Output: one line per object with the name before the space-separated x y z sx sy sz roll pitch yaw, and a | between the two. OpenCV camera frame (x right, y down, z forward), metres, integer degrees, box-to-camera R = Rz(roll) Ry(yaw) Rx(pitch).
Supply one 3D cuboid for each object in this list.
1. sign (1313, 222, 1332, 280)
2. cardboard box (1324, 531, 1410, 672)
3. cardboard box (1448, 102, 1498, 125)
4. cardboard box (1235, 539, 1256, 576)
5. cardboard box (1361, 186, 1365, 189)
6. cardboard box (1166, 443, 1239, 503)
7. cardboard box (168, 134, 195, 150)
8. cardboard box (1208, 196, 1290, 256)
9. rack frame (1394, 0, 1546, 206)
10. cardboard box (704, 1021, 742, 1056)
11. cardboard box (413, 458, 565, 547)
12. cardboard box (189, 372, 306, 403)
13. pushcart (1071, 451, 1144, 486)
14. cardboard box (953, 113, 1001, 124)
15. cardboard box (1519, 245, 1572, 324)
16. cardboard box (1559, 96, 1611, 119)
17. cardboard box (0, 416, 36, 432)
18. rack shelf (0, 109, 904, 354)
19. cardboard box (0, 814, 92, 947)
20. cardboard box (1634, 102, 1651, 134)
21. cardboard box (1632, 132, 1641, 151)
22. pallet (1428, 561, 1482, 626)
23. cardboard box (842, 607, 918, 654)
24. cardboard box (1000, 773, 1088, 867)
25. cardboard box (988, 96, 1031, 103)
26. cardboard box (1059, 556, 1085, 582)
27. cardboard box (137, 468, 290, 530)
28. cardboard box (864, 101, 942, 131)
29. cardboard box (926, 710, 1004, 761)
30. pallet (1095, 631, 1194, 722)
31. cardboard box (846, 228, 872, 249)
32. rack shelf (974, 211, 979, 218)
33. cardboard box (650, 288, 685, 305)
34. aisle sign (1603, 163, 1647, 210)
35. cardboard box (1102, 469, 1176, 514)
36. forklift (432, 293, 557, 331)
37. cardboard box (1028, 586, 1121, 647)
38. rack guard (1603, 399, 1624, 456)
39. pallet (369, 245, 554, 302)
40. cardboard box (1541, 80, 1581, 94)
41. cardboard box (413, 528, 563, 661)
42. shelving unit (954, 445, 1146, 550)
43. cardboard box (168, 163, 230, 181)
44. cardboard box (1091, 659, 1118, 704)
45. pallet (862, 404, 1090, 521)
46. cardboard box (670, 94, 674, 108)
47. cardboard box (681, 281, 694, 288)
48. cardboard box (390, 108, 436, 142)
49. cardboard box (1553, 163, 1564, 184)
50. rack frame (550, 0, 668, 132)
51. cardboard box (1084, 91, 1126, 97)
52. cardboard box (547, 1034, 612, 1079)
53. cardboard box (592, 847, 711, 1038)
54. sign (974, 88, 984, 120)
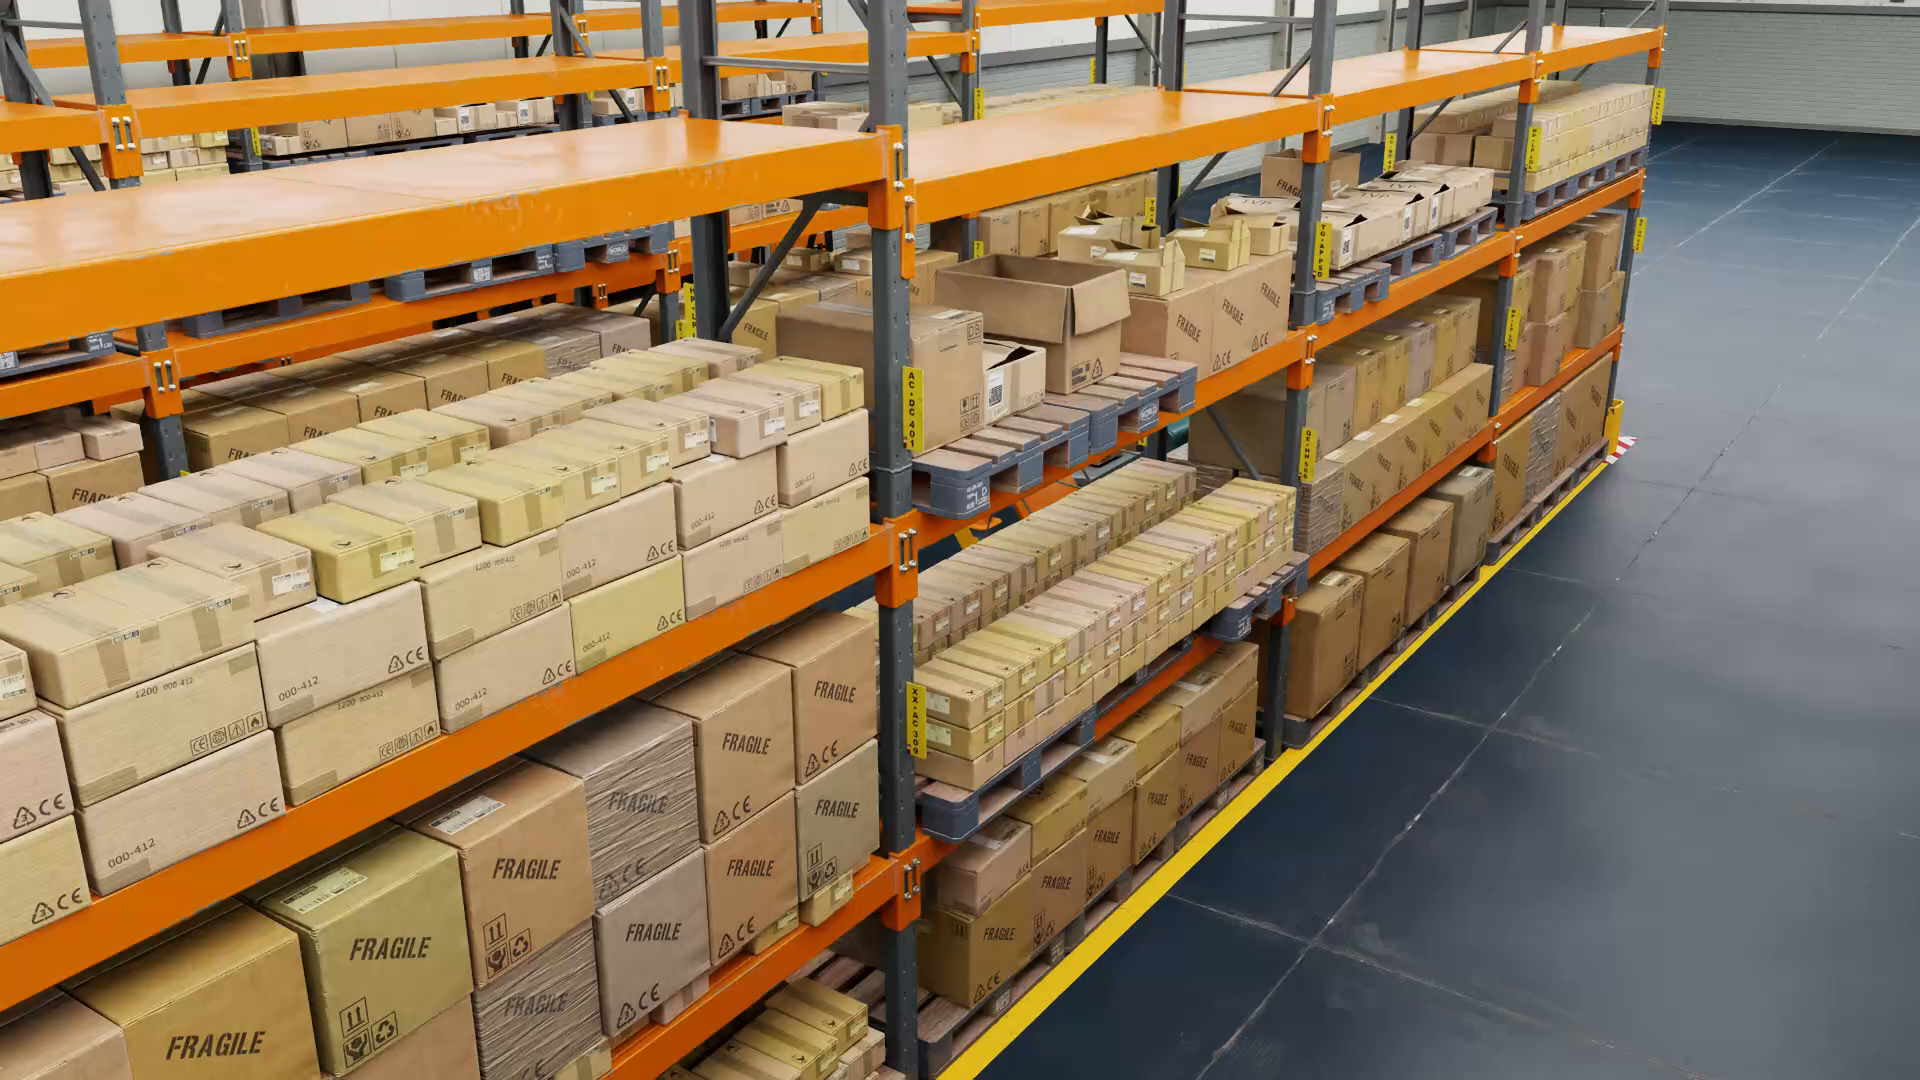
sign | 2.061 -1.646 9.469 0.100 0.325 0.005 13 24 32
cardboard box | 2.519 0.347 11.789 1.050 0.750 0.750 14 24 33
cardboard box | 4.229 -3.541 13.800 0.380 0.149 0.250 14 24 33
cardboard box | 1.418 0.062 9.250 0.380 0.149 0.250 14 24 33
cardboard box | 2.635 -2.343 11.543 0.396 0.266 0.258 13 24 32
cardboard box | 1.645 -0.331 10.841 0.500 0.500 0.500 13 24 32
cardboard box | -6.828 -3.458 14.327 0.380 0.149 0.250 12 24 30
cardboard box | 1.601 -1.749 9.246 0.396 0.266 0.258 13 24 32
rack frame | 3.862 -4.064 12.429 1.000 3.000 0.127 13 24 32
cardboard box | -1.172 2.177 7.278 0.380 0.149 0.250 13 24 32
cardboard box | -1.416 -0.117 5.003 0.380 0.149 0.250 13 24 31
cardboard box | -4.458 -0.735 10.489 0.500 0.500 0.500 14 24 33
pushcart | 1.625 -0.527 15.293 1.648 0.377 0.936 5 21 13
cardboard box | 0.158 -3.877 15.458 0.380 0.149 0.250 13 24 31
cardboard box | 4.728 -2.235 14.359 0.875 0.550 0.550 13 24 32
cardboard box | 5.345 -3.705 14.244 0.380 0.149 0.250 13 24 32
cardboard box | -5.309 -0.595 9.177 0.380 0.149 0.250 14 24 33
rack shelf | -1.759 -0.856 4.798 1.077 0.370 4.000 13 24 32
cardboard box | -2.420 0.777 3.881 0.500 0.250 0.500 14 25 34
cardboard box | 6.067 -3.923 15.409 0.500 0.250 0.500 14 24 33
cardboard box | 6.062 -3.698 15.374 0.380 0.149 0.250 14 24 32
pallet | 3.491 0.293 13.315 1.003 0.211 1.213 13 24 32
cardboard box | -0.421 0.456 7.755 0.380 0.149 0.250 12 24 30
cardboard box | 0.296 1.355 8.343 0.500 0.250 0.500 14 25 33
cardboard box | 0.502 -4.447 17.000 0.380 0.149 0.250 14 24 33
cardboard box | 0.453 0.148 9.017 0.380 0.149 0.250 13 24 31
cardboard box | -2.194 -0.080 4.901 0.380 0.149 0.250 14 24 33
cardboard box | -0.509 -3.764 14.830 0.500 0.250 0.500 14 24 33
cardboard box | -0.033 0.803 7.247 0.380 0.149 0.250 14 24 33
pallet | 0.535 0.563 8.843 1.003 0.211 1.213 13 24 32
cardboard box | -0.846 -2.809 15.568 0.380 0.149 0.250 13 24 32
rack shelf | 0.836 -3.830 17.157 1.077 0.370 4.000 13 24 32
cardboard box | -2.230 -1.758 13.663 0.500 0.500 0.500 13 24 31
aisle sign | 6.399 -3.579 16.018 0.394 0.787 0.004 13 24 32
cardboard box | 1.045 -0.289 9.768 0.380 0.149 0.250 13 24 30
forklift | -3.597 -1.462 14.141 1.130 2.935 3.031 13 24 32
cardboard box | 0.550 0.364 8.003 0.380 0.149 0.250 13 24 31
rack guard | 6.124 -1.233 17.025 1.175 0.500 0.348 13 24 32
pallet | -3.481 -1.841 11.014 1.003 0.211 1.213 15 25 34
cardboard box | 5.660 -4.272 15.776 0.380 0.149 0.250 14 24 32
cardboard box | -1.552 0.108 4.968 0.500 0.250 0.500 12 24 30
shelving unit | 0.739 -0.529 13.899 1.500 0.587 1.083 -29 1 37
cardboard box | -6.732 -3.148 14.492 0.500 0.250 0.500 12 24 30
cardboard box | 0.546 0.646 8.100 0.380 0.149 0.250 12 23 29
pallet | -0.200 -0.430 7.199 1.213 0.211 1.003 13 24 32
cardboard box | -3.460 -4.977 18.832 0.380 0.149 0.250 14 25 33
cardboard box | -3.298 -2.898 19.839 0.500 0.250 0.500 14 25 34
cardboard box | -5.464 -4.156 16.108 0.500 0.500 0.500 14 24 33
cardboard box | 4.633 -2.968 13.401 0.380 0.149 0.250 13 24 32
rack frame | -2.537 -3.853 11.858 1.000 3.000 0.127 13 24 32
cardboard box | 1.524 -4.637 17.514 0.380 0.149 0.250 13 24 32
cardboard box | -1.421 1.753 5.712 0.380 0.149 0.250 14 24 33
cardboard box | -1.247 1.343 5.884 0.500 0.500 0.500 13 24 32
sign | 0.172 -3.914 15.033 0.100 0.325 0.005 13 24 32
